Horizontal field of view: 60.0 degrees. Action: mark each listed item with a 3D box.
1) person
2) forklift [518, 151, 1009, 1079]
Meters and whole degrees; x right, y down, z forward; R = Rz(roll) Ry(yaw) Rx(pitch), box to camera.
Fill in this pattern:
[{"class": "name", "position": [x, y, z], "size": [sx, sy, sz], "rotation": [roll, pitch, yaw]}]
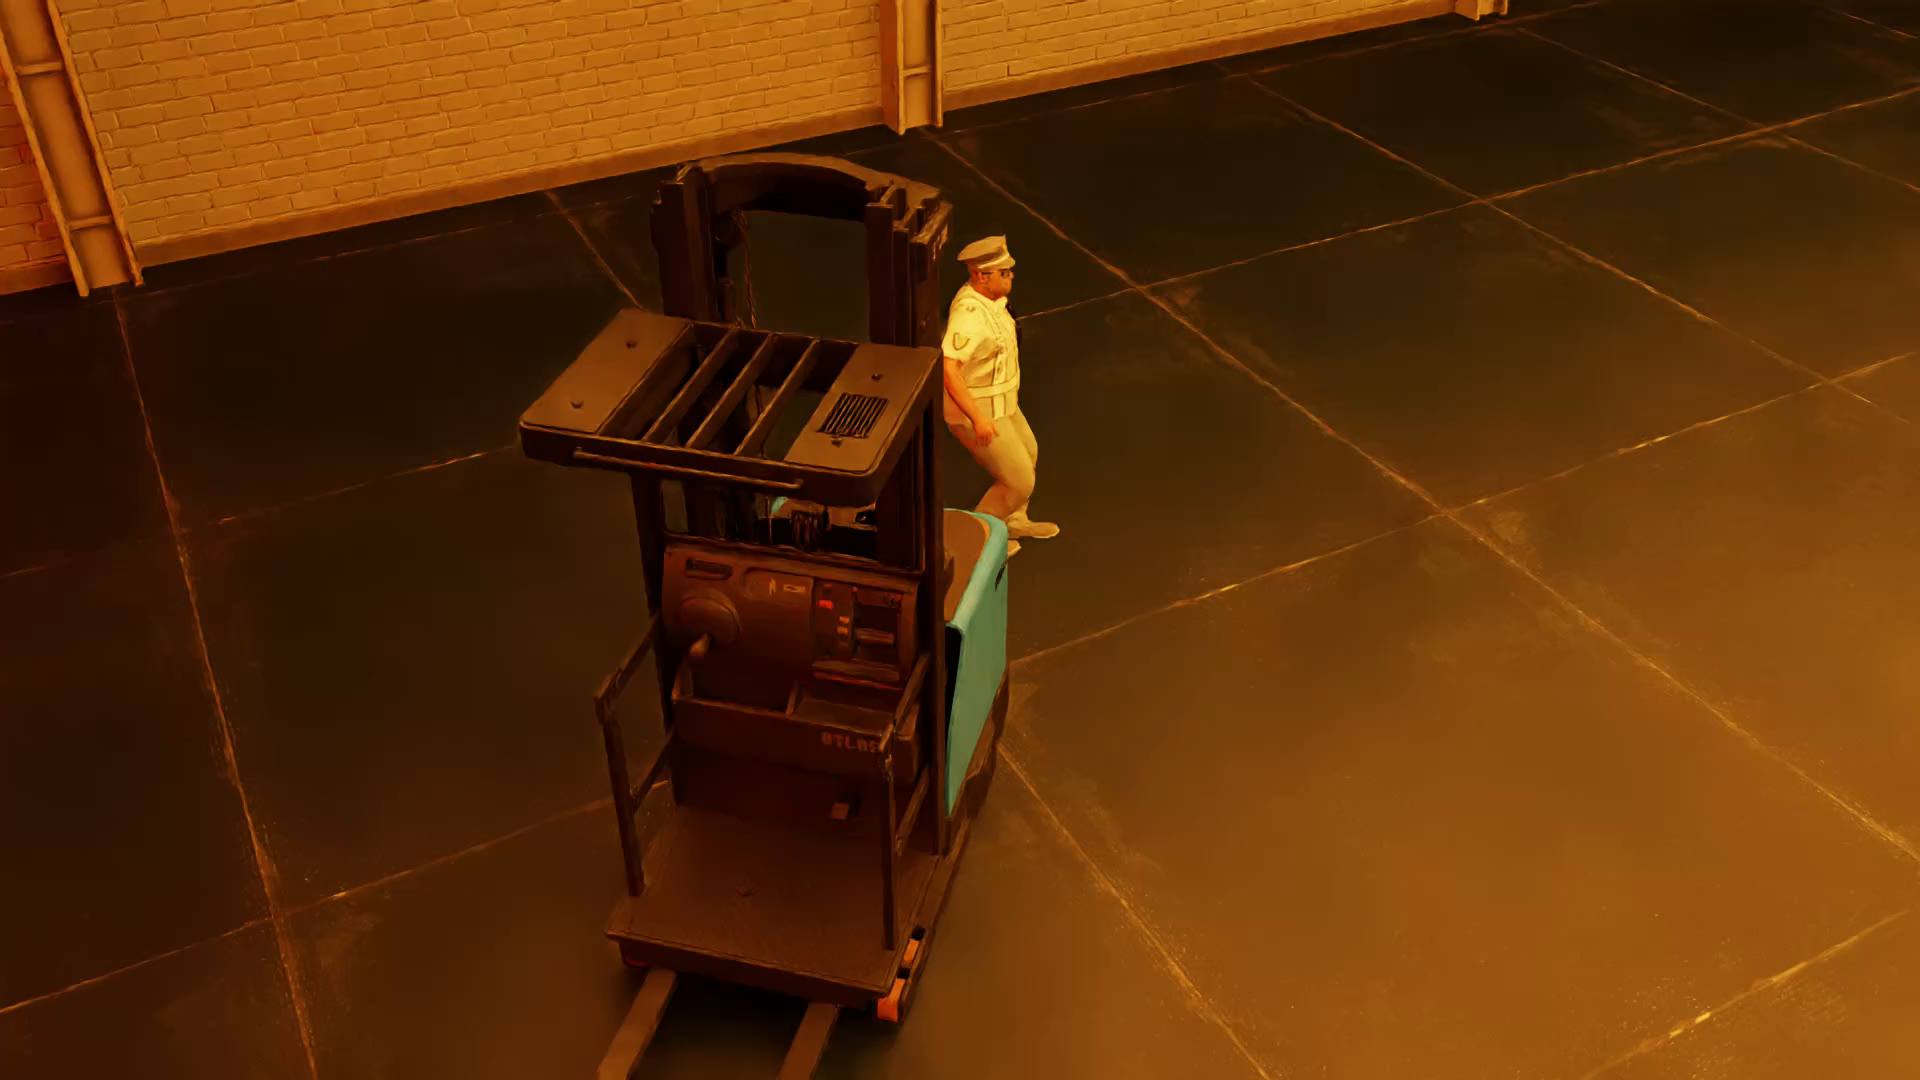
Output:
[{"class": "person", "position": [0.186, -0.667, 8.166], "size": [0.620, 1.729, 0.913], "rotation": [6, 36, 9]}, {"class": "forklift", "position": [-0.655, 0.330, 5.657], "size": [1.130, 2.935, 3.031], "rotation": [9, 36, 12]}]
